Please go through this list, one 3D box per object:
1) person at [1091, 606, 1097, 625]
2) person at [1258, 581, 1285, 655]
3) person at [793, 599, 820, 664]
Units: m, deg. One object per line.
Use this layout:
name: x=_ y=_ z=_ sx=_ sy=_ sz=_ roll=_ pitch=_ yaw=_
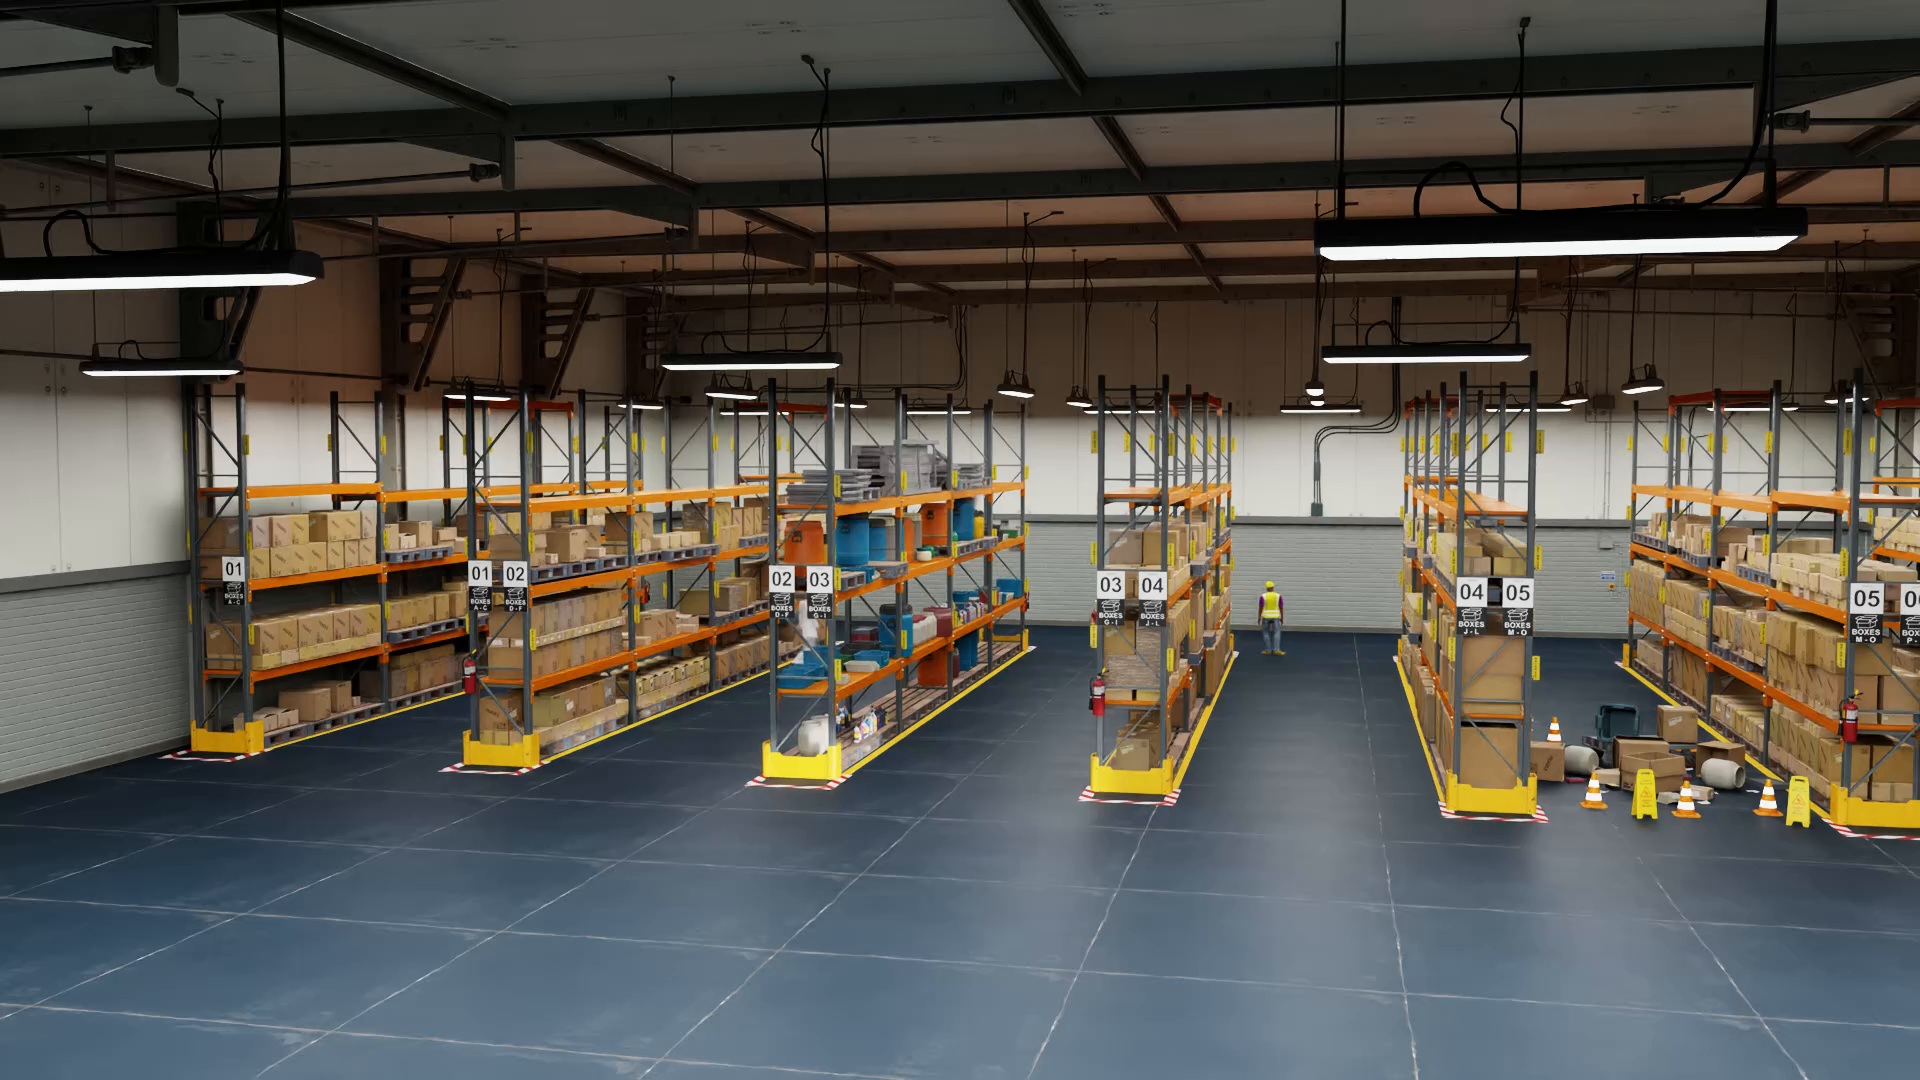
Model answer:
person: x=3.180 y=1.997 z=35.822 sx=0.713 sy=1.664 sz=0.724 roll=1 pitch=4 yaw=21
person: x=7.427 y=1.862 z=39.677 sx=0.627 sy=1.765 sz=0.518 roll=0 pitch=3 yaw=3
person: x=-3.298 y=1.853 z=36.122 sx=0.647 sy=1.656 sz=1.022 roll=3 pitch=4 yaw=42
